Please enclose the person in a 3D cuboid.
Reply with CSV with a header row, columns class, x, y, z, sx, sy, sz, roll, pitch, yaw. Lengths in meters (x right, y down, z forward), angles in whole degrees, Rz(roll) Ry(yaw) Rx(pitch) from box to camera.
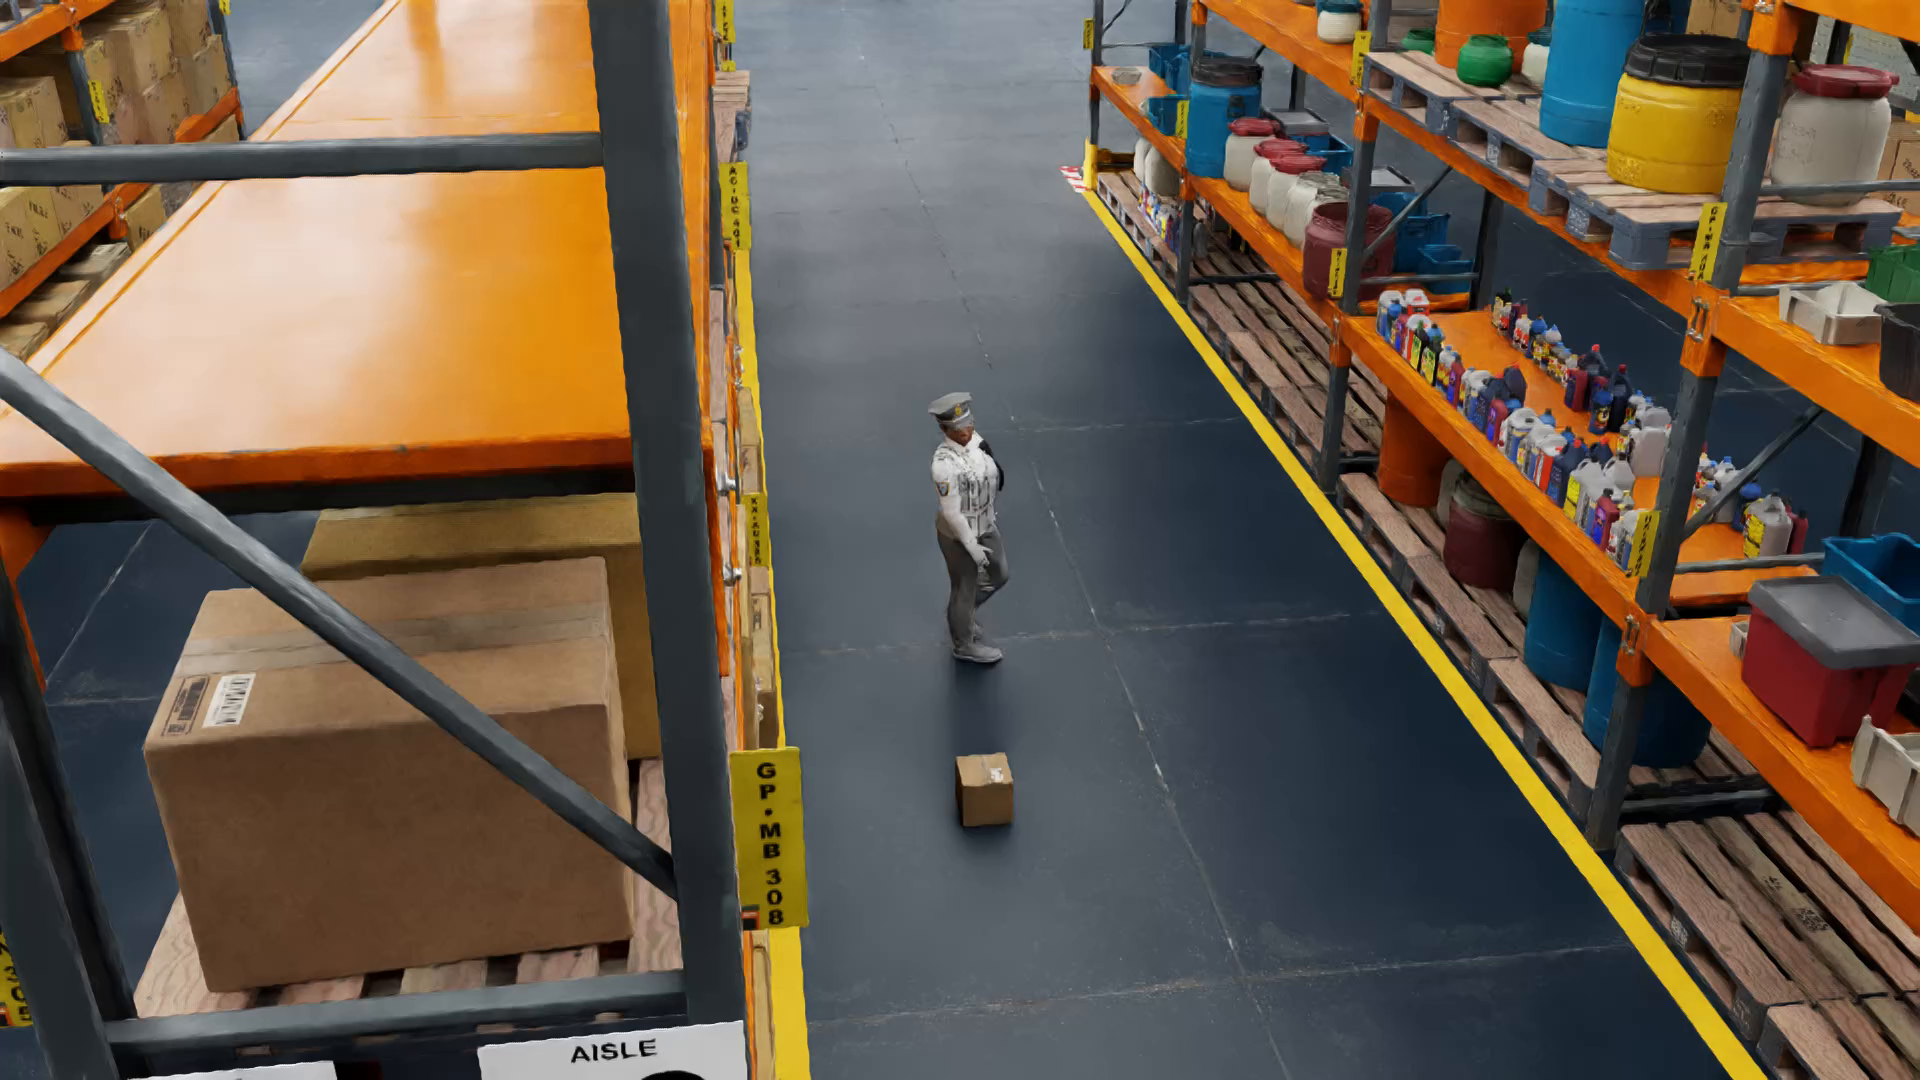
class,x,y,z,sx,sy,sz,roll,pitch,yaw
person,0.043,-0.061,9.191,0.417,1.675,0.568,12,30,22
